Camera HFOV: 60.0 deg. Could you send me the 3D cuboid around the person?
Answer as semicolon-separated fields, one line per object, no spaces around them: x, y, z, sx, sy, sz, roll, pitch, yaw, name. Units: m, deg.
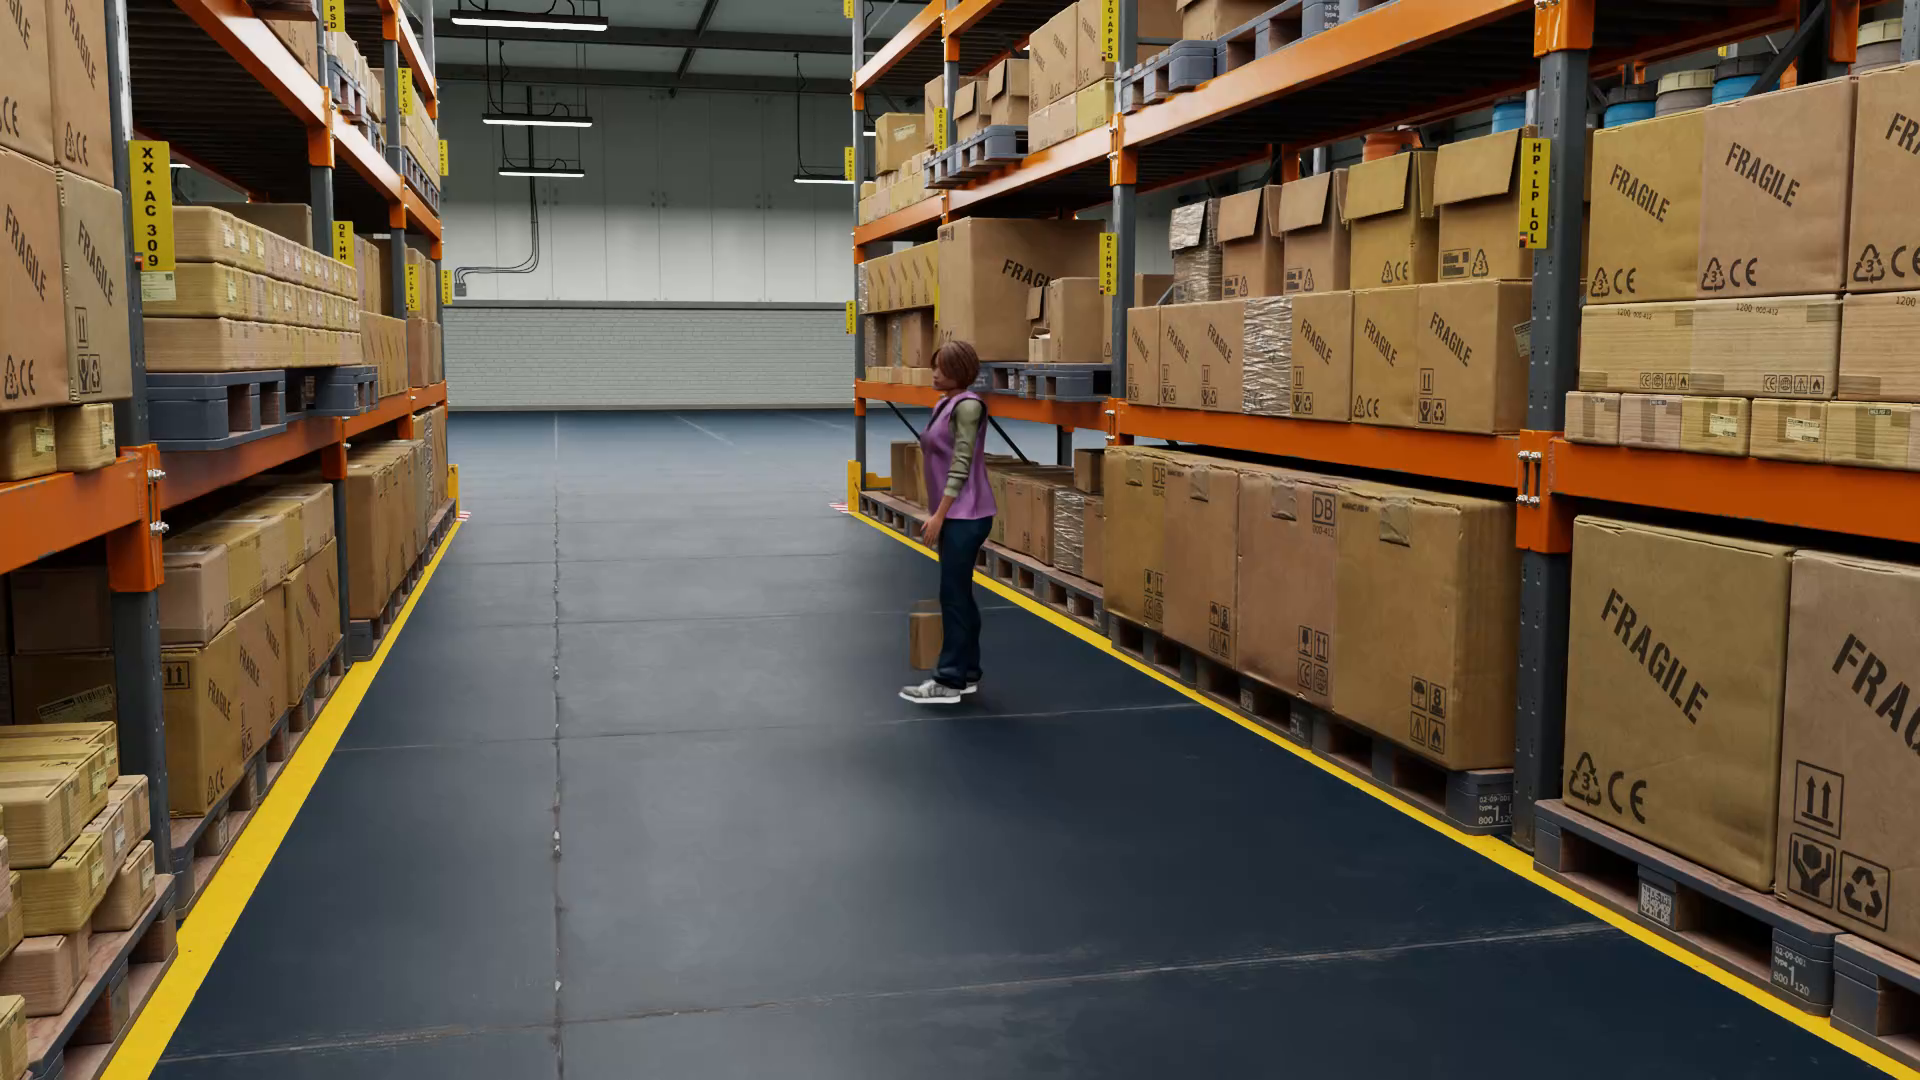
-0.070;-0.075;7.341;0.438;1.605;0.452;-1;6;-13;person
